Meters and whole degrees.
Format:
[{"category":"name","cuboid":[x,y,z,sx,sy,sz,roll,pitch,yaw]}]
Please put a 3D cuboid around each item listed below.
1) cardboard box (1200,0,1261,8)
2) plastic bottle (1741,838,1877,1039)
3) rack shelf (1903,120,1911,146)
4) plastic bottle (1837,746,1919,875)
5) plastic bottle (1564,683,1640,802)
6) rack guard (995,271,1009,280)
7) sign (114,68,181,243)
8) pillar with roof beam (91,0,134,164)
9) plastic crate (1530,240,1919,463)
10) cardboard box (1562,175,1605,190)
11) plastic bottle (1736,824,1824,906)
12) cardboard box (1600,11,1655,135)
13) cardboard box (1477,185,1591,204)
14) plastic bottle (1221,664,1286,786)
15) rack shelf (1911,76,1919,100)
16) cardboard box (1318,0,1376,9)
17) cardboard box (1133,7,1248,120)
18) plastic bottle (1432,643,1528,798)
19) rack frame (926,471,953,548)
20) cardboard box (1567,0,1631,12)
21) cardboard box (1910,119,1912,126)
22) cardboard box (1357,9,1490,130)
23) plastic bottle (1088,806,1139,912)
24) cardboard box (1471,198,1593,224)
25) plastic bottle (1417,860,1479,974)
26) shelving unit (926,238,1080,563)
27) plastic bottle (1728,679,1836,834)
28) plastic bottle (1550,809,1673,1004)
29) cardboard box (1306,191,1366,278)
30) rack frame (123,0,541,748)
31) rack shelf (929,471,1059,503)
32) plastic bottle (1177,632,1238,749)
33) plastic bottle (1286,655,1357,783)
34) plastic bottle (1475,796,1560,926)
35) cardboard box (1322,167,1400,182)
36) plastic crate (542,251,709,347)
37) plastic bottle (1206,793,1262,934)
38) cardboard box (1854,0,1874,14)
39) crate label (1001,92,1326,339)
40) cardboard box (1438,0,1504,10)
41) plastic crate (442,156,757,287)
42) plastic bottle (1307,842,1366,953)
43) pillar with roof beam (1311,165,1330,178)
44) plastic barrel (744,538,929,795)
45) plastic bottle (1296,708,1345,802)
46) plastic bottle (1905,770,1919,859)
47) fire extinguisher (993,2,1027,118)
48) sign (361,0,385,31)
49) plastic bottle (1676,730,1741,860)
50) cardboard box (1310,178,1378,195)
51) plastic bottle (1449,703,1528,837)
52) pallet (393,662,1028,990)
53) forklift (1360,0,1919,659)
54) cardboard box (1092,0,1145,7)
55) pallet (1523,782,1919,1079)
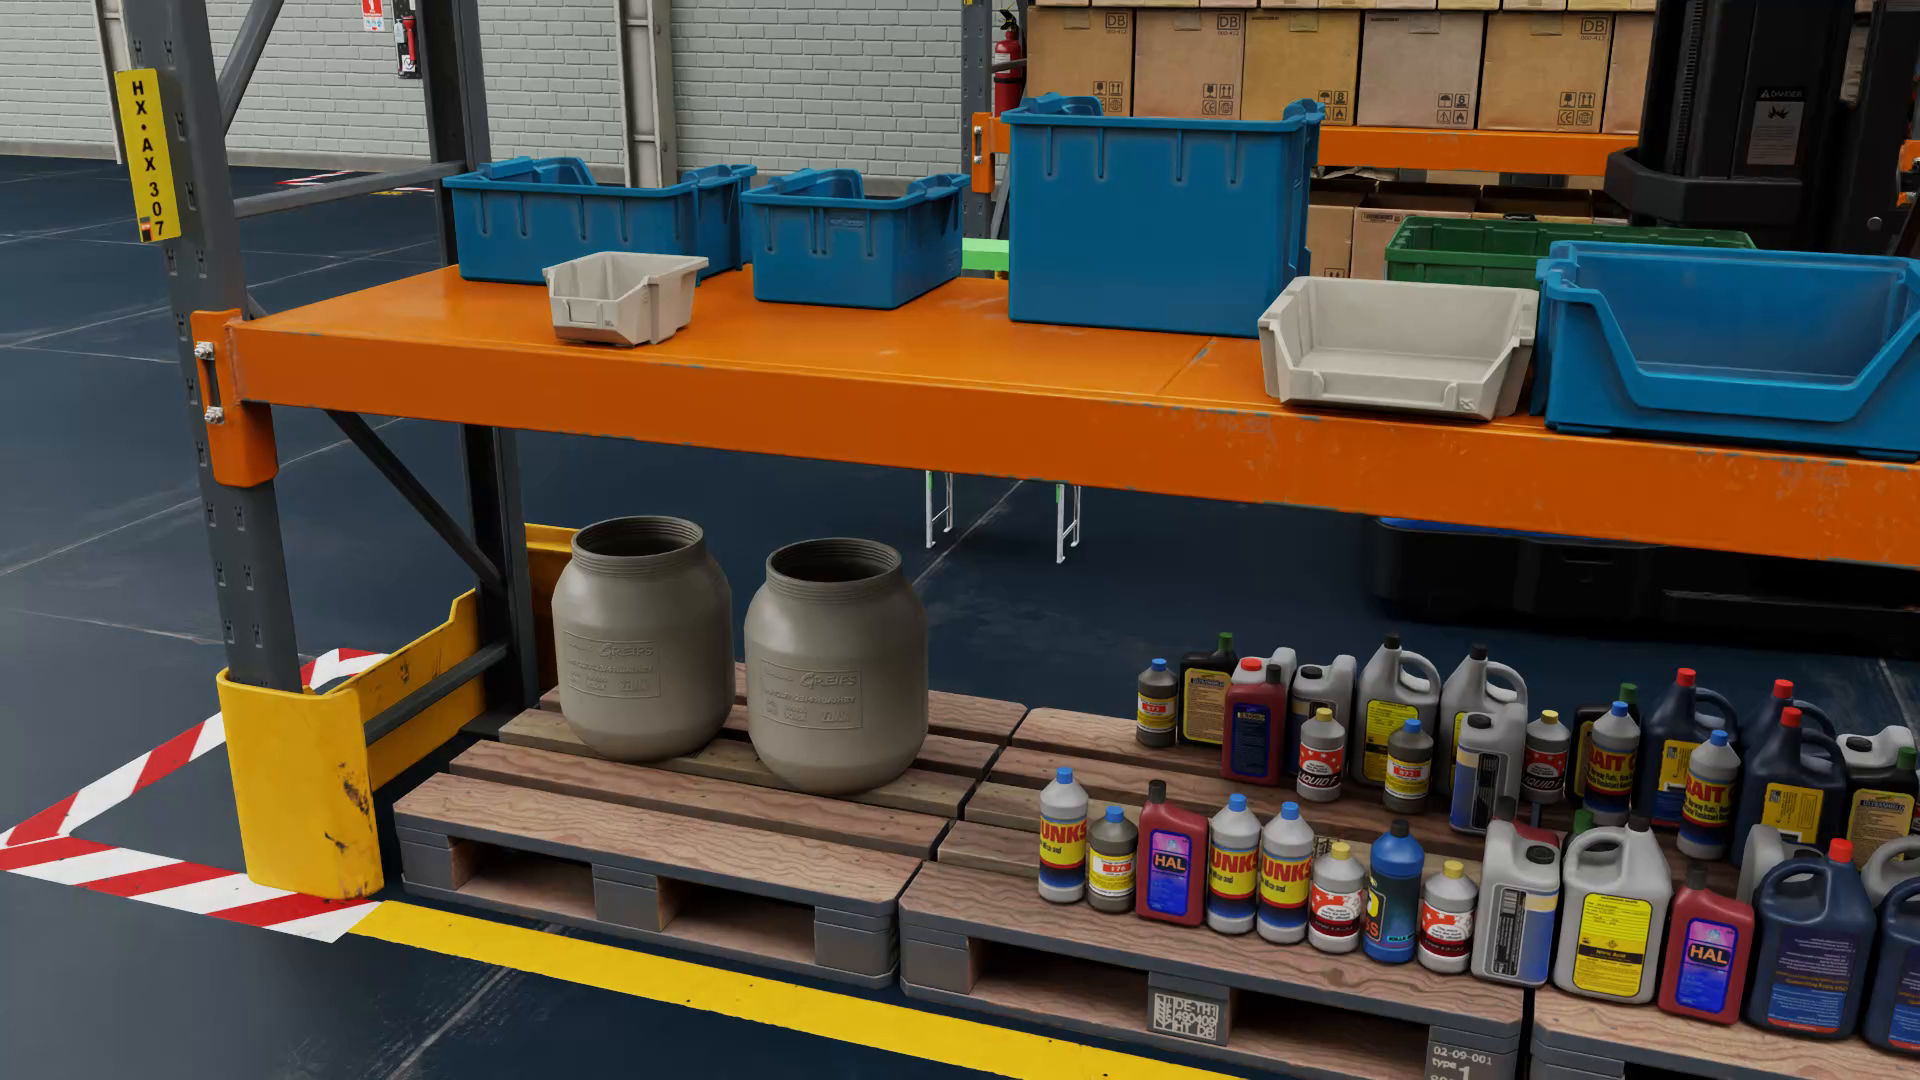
[{"category":"cardboard box","cuboid":[1.249,-2.492,7.532,0.250,0.149,0.380,6,20,17]},{"category":"plastic bottle","cuboid":[1.491,0.683,2.915,0.185,0.351,0.144,5,20,15]},{"category":"rack shelf","cuboid":[5.893,-1.343,6.466,4.000,0.370,1.077,7,20,18]},{"category":"plastic bottle","cuboid":[1.869,0.552,3.395,0.133,0.283,0.061,7,20,18]},{"category":"plastic bottle","cuboid":[1.428,0.448,3.692,0.133,0.283,0.061,7,21,20]},{"category":"rack guard","cuboid":[0.203,-1.153,8.625,0.348,0.500,1.175,7,20,18]},{"category":"sign","cuboid":[-1.588,-0.752,3.255,0.005,0.325,0.100,7,20,18]},{"category":"pillar with roof beam","cuboid":[-9.955,-6.856,12.072,0.400,9.000,9.100,7,20,18]},{"category":"plastic crate","cuboid":[1.240,-0.324,2.675,0.616,0.251,0.499,7,20,18]},{"category":"cardboard box","cuboid":[4.633,-2.567,12.012,0.500,0.500,0.500,5,20,14]},{"category":"plastic bottle","cuboid":[1.516,0.670,3.068,0.135,0.276,0.152,7,20,18]},{"category":"cardboard box","cuboid":[3.082,-2.047,7.240,0.500,0.500,0.700,6,20,17]},{"category":"cardboard box","cuboid":[2.724,-1.408,7.960,0.500,0.500,0.500,7,20,18]},{"category":"plastic bottle","cuboid":[0.670,0.414,3.788,0.133,0.283,0.061,7,20,18]},{"category":"rack shelf","cuboid":[7.515,-2.884,10.885,4.000,0.370,1.077,7,20,18]},{"category":"cardboard box","cuboid":[1.743,-2.437,7.372,0.250,0.149,0.380,6,20,17]},{"category":"cardboard box","cuboid":[1.160,-2.269,7.876,0.500,0.500,0.700,7,20,19]},{"category":"plastic bottle","cuboid":[1.169,0.401,3.724,0.185,0.351,0.144,6,20,18]},{"category":"rack frame","cuboid":[-0.074,-0.575,5.903,0.015,1.200,0.240,7,20,18]},{"category":"cardboard box","cuboid":[2.716,-2.326,7.054,0.250,0.149,0.380,6,20,18]},{"category":"cardboard box","cuboid":[6.744,-2.700,11.256,0.500,0.250,0.500,6,20,17]},{"category":"cardboard box","cuboid":[2.126,-2.158,7.557,0.500,0.500,0.700,7,20,20]},{"category":"plastic bottle","cuboid":[0.305,0.626,3.306,0.097,0.201,0.097,0,19,0]},{"category":"cardboard box","cuboid":[2.552,-1.246,7.493,0.500,0.500,0.500,7,20,18]},{"category":"plastic bottle","cuboid":[0.913,0.696,3.106,0.097,0.201,0.097,0,19,0]},{"category":"shelving unit","cuboid":[0.156,-0.549,5.827,0.503,1.200,0.258,7,20,18]},{"category":"plastic bottle","cuboid":[1.749,0.468,3.534,0.185,0.351,0.144,7,20,20]},{"category":"plastic bottle","cuboid":[1.186,0.648,3.016,0.185,0.351,0.144,6,20,18]},{"category":"cardboard box","cuboid":[1.609,-1.355,7.805,0.500,0.500,0.500,7,20,18]},{"category":"rack frame","cuboid":[-1.404,-0.791,3.789,0.127,3.000,1.000,7,20,18]},{"category":"rack shelf","cuboid":[0.156,-0.262,5.927,0.480,0.148,0.258,7,20,18]},{"category":"plastic bottle","cuboid":[0.592,0.353,3.966,0.133,0.283,0.061,7,20,19]},{"category":"plastic bottle","cuboid":[0.835,0.400,3.842,0.135,0.276,0.152,6,20,17]},{"category":"plastic bottle","cuboid":[1.068,0.628,3.176,0.133,0.283,0.061,7,20,18]},{"category":"cardboard box","cuboid":[3.010,-2.646,12.525,0.500,0.311,0.500,8,21,23]},{"category":"plastic crate","cuboid":[-0.664,-0.470,3.269,0.250,0.136,0.298,7,20,18]},{"category":"plastic bottle","cuboid":[0.531,0.619,3.220,0.097,0.271,0.097,0,19,0]},{"category":"cardboard box","cuboid":[3.677,-2.215,6.737,0.250,0.149,0.380,7,20,18]},{"category":"crate label","cuboid":[0.424,-0.693,3.455,0.616,0.435,0.502,7,20,18]},{"category":"cardboard box","cuboid":[2.226,-2.381,7.211,0.250,0.149,0.380,7,20,20]},{"category":"plastic crate","cuboid":[-0.833,-0.760,3.926,0.616,0.251,0.499,7,20,18]},{"category":"plastic bottle","cuboid":[0.719,0.673,3.170,0.097,0.201,0.097,0,19,0]},{"category":"pillar with roof beam","cuboid":[1.380,-5.559,8.354,0.400,9.000,9.100,7,20,18]},{"category":"plastic barrel","cuboid":[-0.283,0.287,3.839,0.421,0.512,0.421,0,19,0]},{"category":"plastic bottle","cuboid":[0.812,0.476,3.737,0.097,0.201,0.097,0,19,0]},{"category":"plastic bottle","cuboid":[2.026,0.562,3.491,0.097,0.201,0.097,0,19,0]},{"category":"fire extinguisher","cuboid":[0.266,-2.452,8.670,0.183,0.674,0.296,7,20,18]},{"category":"sign","cuboid":[-5.685,-5.101,16.098,0.234,0.329,0.001,7,20,18]},{"category":"plastic bottle","cuboid":[1.572,0.527,3.484,0.097,0.271,0.097,0,19,0]},{"category":"cardboard box","cuboid":[1.779,-1.516,8.269,0.500,0.500,0.500,7,20,18]},{"category":"plastic bottle","cuboid":[1.144,0.485,3.596,0.135,0.276,0.152,7,20,18]},{"category":"pallet","cuboid":[-0.551,0.608,4.010,1.213,0.211,1.003,7,20,18]},{"category":"forklift","cuboid":[2.895,-1.201,5.069,3.031,2.935,1.130,4,20,10]},{"category":"cardboard box","cuboid":[0.776,-2.548,7.690,0.250,0.149,0.380,6,20,17]},{"category":"pallet","cuboid":[1.754,0.872,3.254,1.213,0.211,1.003,7,20,18]}]
